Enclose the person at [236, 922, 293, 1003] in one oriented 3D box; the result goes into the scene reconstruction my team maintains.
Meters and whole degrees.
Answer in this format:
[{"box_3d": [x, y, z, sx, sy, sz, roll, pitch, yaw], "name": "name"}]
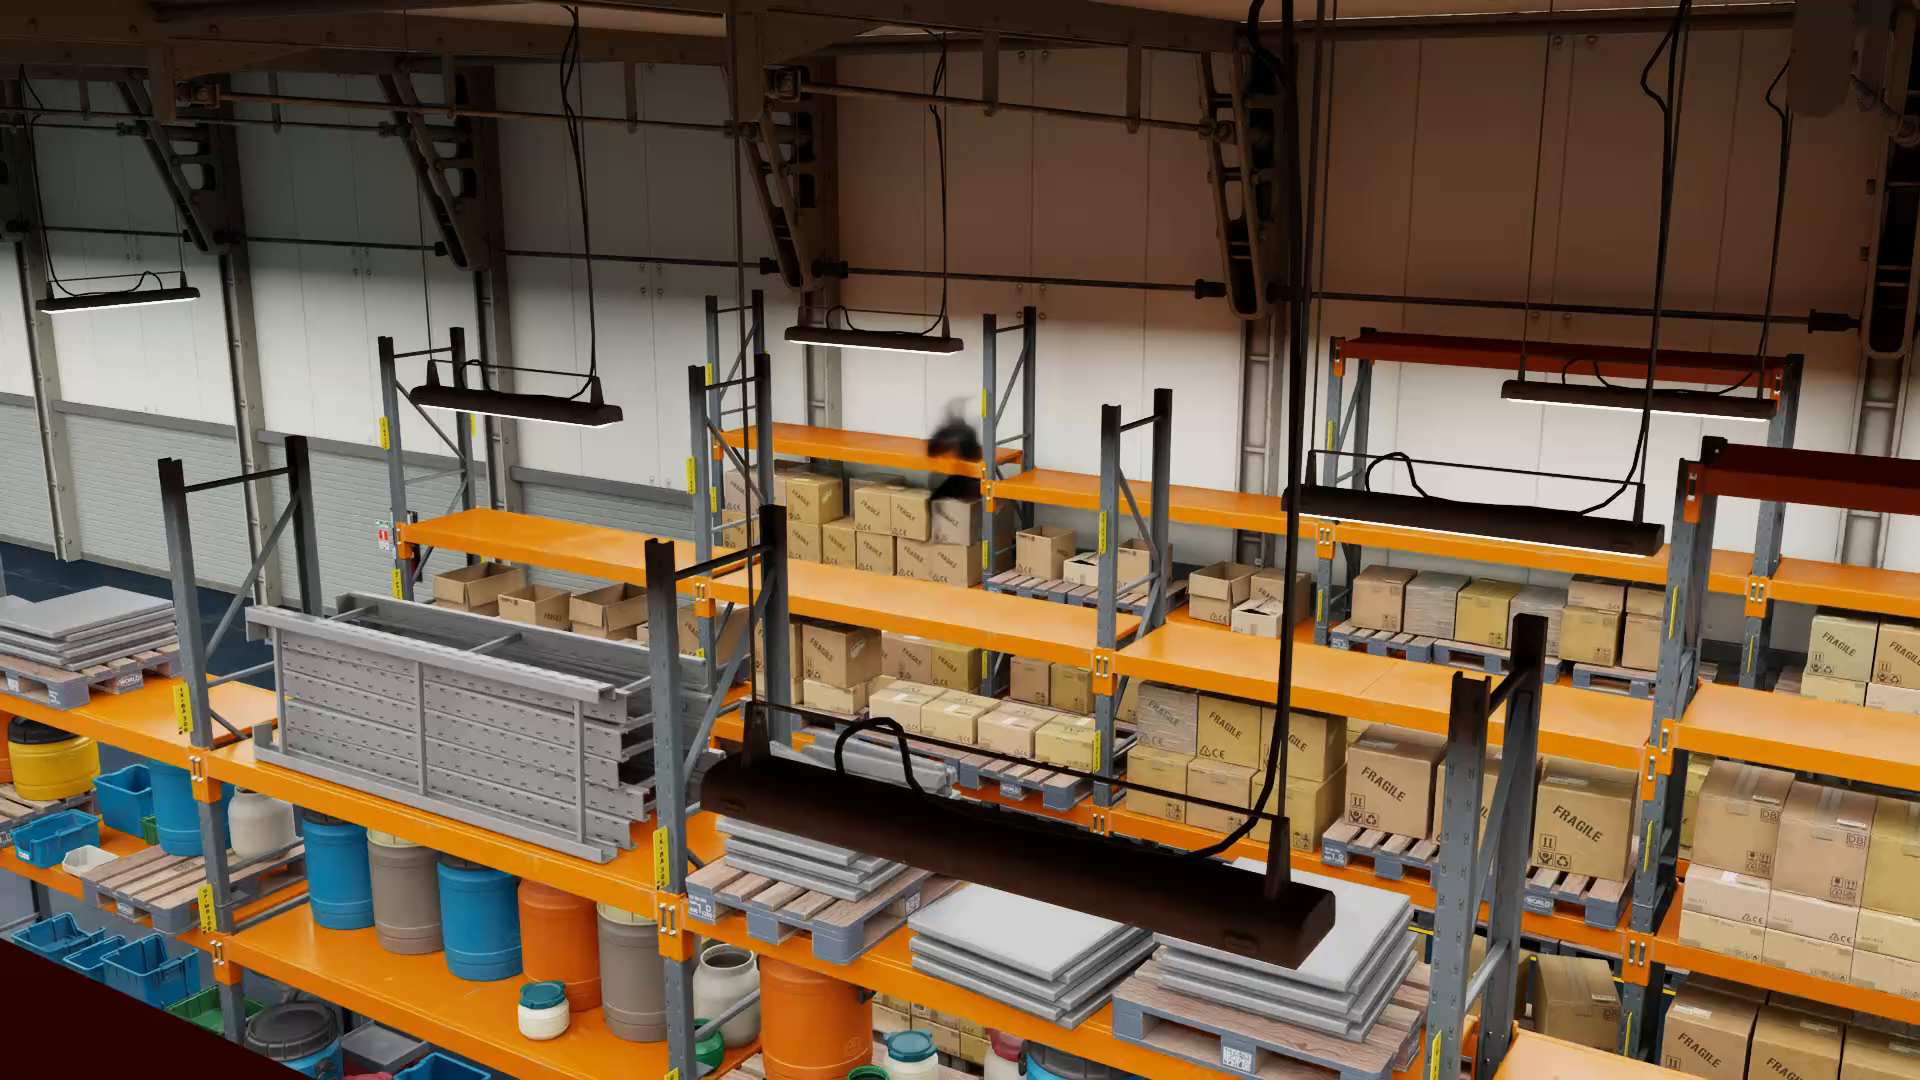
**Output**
[{"box_3d": [-6.514, 3.634, 15.175, 0.818, 1.663, 0.592, 3, 14, 11], "name": "person"}]
